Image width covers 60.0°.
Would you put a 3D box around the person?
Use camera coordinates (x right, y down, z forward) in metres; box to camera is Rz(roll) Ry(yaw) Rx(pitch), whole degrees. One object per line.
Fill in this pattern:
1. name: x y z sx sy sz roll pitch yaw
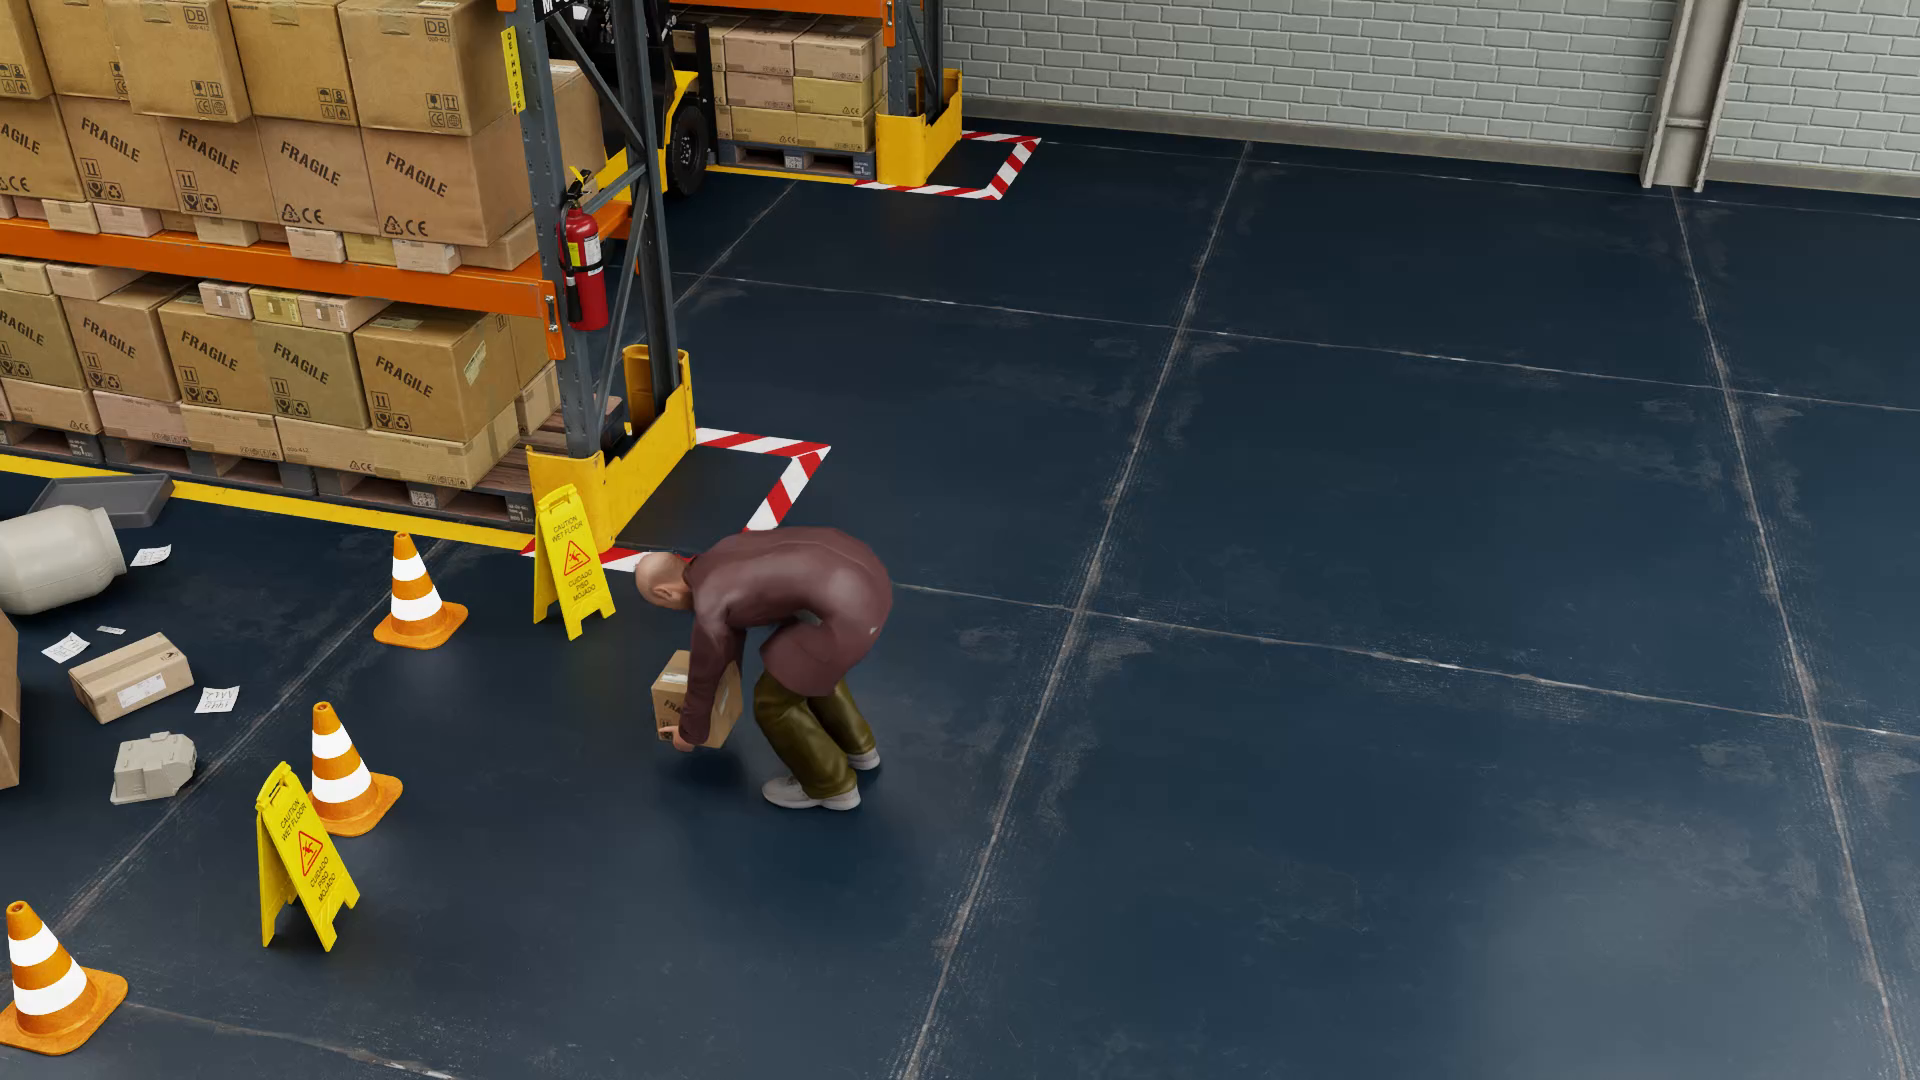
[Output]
1. person: -0.710 0.436 6.116 0.949 1.078 0.580 7 33 10
